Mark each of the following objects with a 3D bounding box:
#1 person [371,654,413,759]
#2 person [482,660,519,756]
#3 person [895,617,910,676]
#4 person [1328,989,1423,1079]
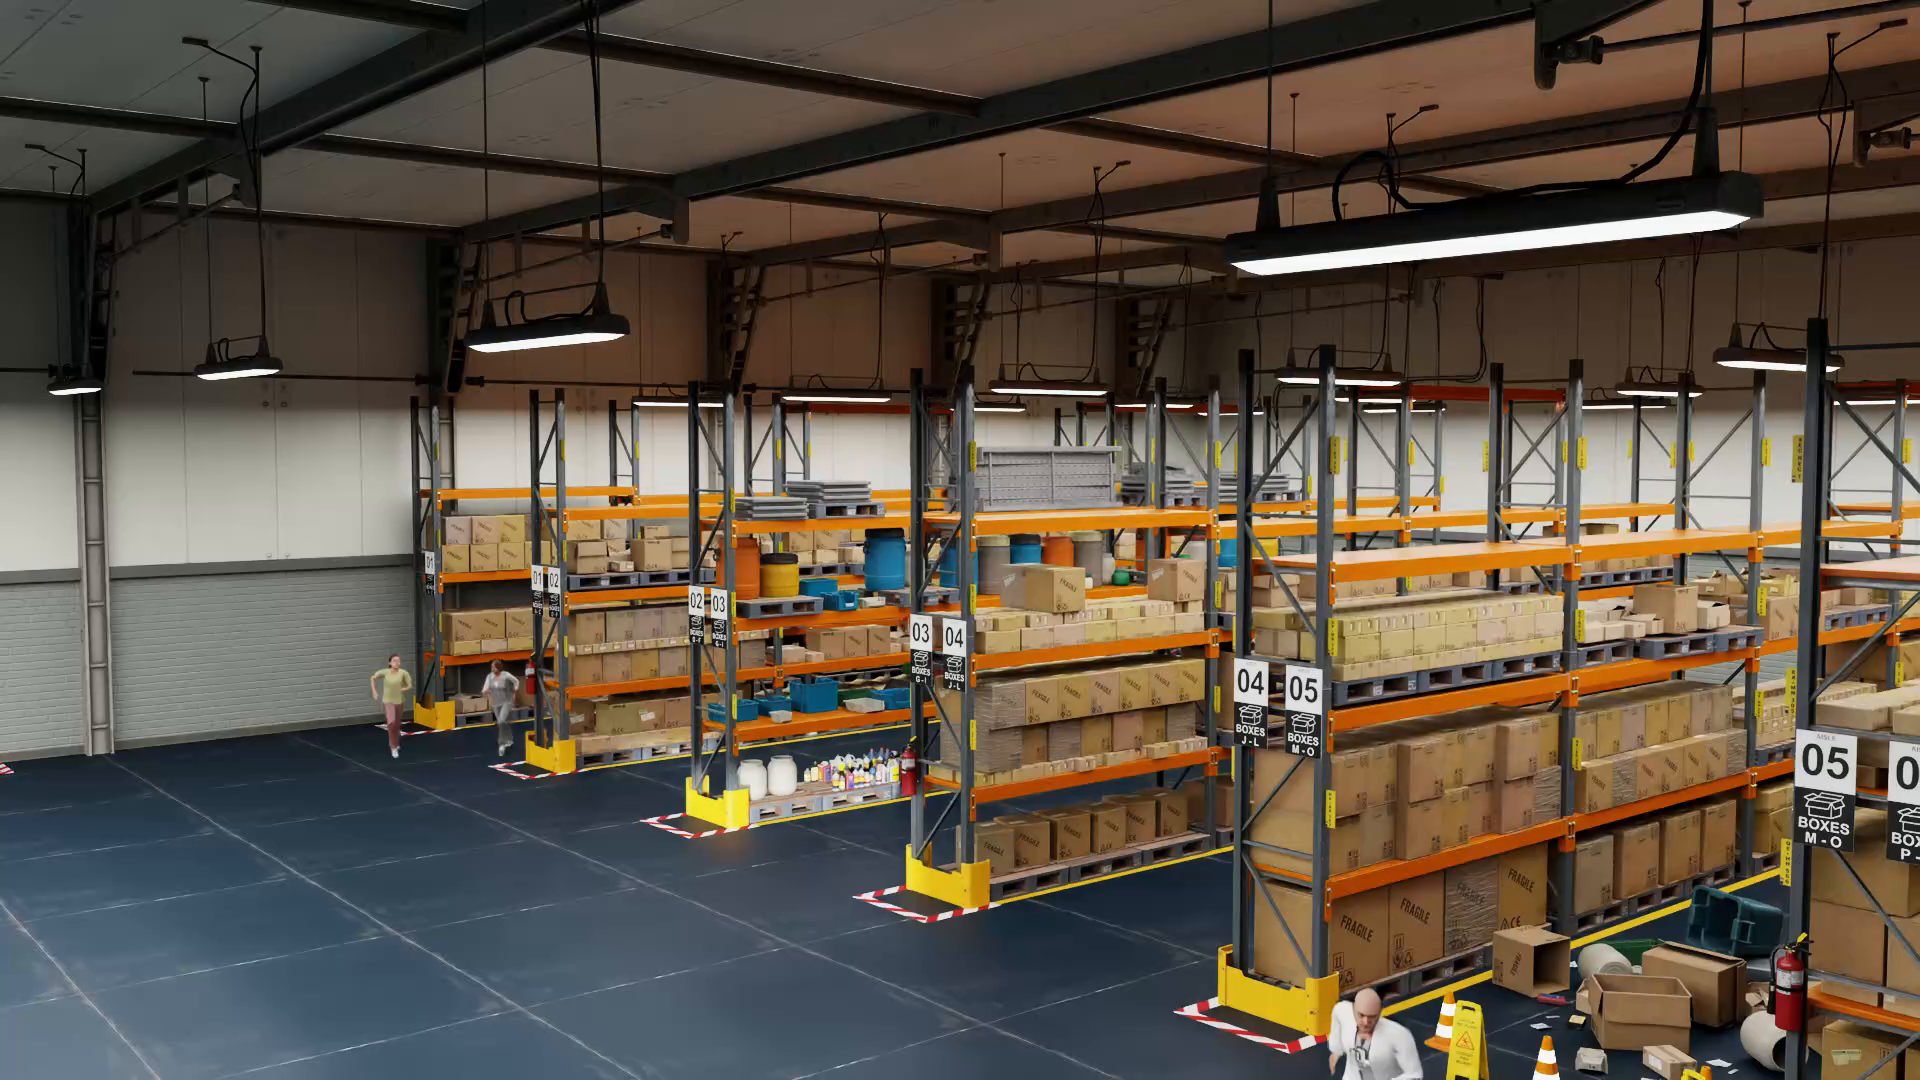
[{"bbox_3d":[-9.366,2.713,27.439,0.615,1.705,0.841,-2,4,-30],"label":"person"},{"bbox_3d":[-7.612,2.766,27.610,0.512,1.540,0.845,1,3,12],"label":"person"},{"bbox_3d":[-1.042,2.328,34.009,0.679,1.675,0.770,2,4,36],"label":"person"},{"bbox_3d":[2.787,3.685,11.101,0.723,1.616,1.152,2,4,30],"label":"person"}]
